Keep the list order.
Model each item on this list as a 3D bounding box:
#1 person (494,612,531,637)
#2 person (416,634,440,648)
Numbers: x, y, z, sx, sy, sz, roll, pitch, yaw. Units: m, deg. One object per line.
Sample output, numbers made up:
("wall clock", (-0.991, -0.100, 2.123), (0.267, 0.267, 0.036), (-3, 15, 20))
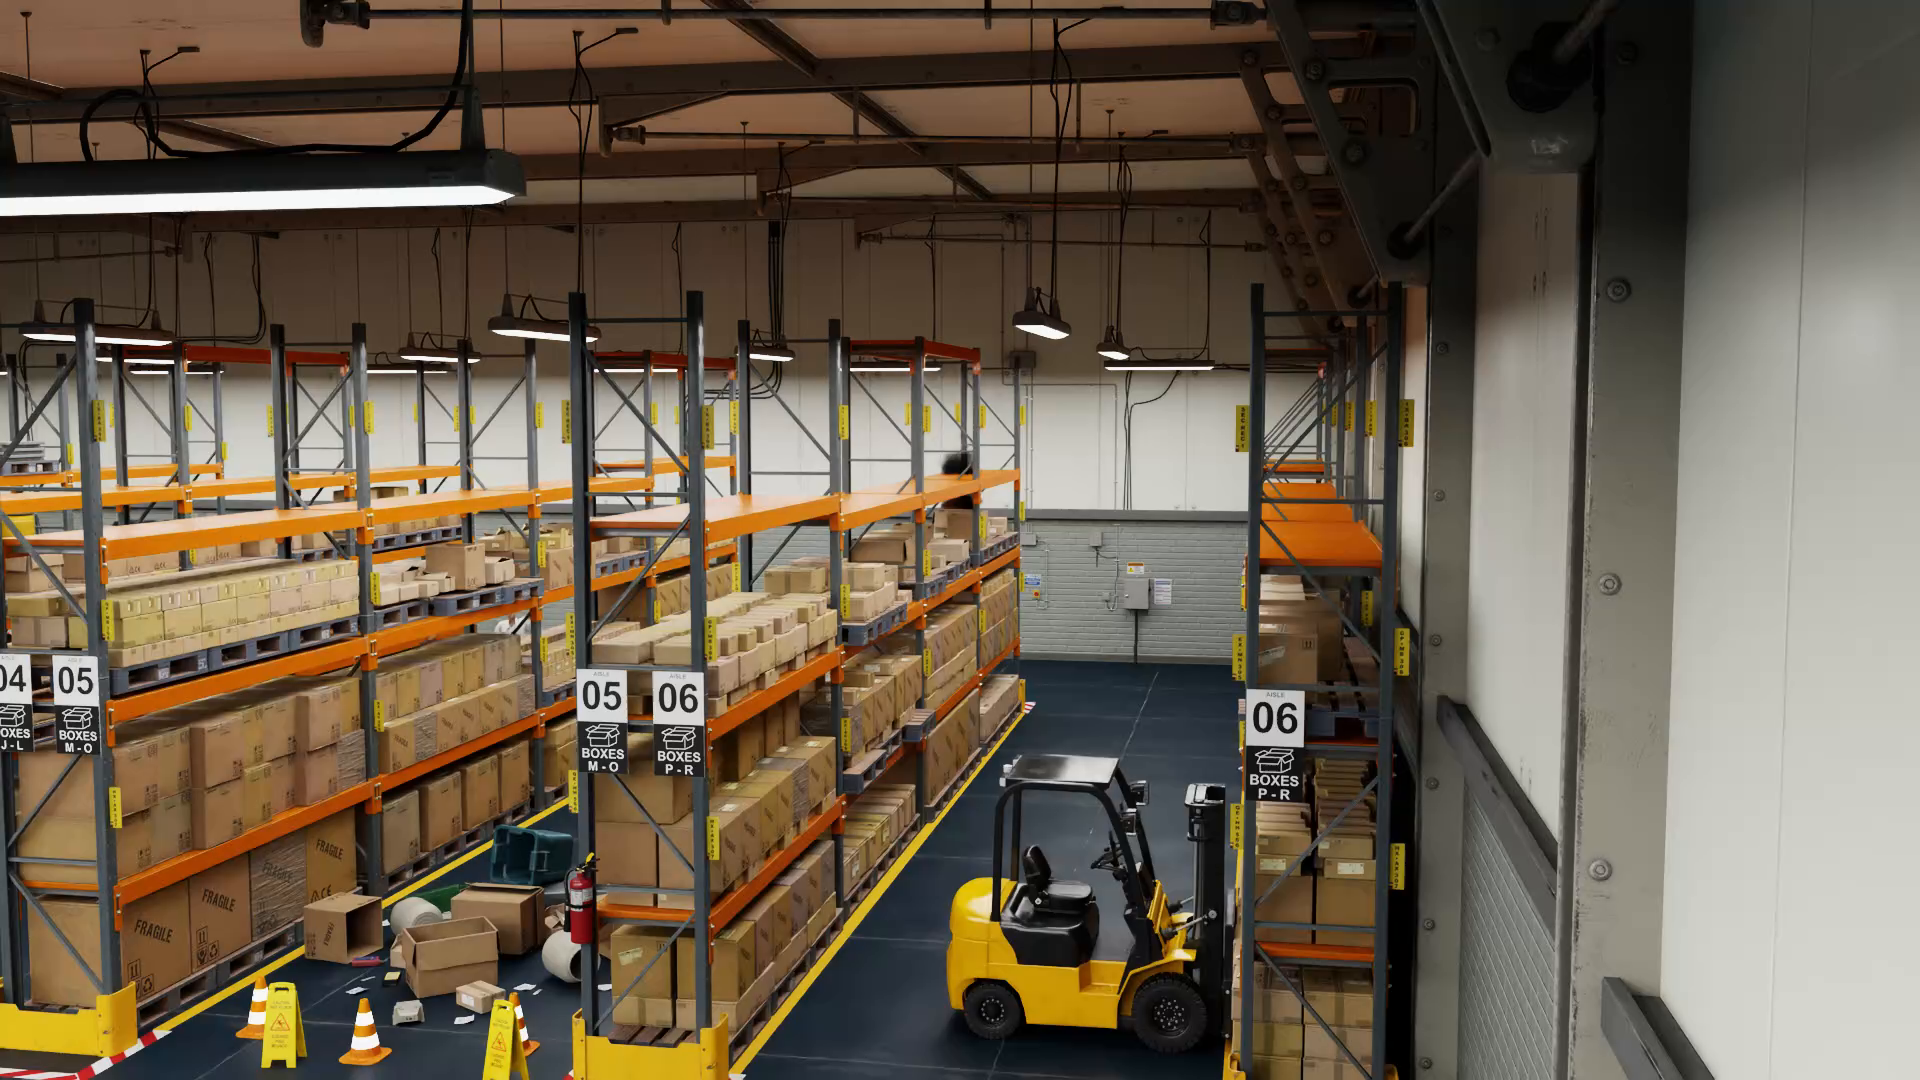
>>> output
("person", (-7.701, 1.997, 28.785), (0.768, 1.746, 0.890), (0, 5, -4))
("person", (-8.237, 2.206, 26.127), (0.729, 1.737, 0.627), (1, 5, 11))
